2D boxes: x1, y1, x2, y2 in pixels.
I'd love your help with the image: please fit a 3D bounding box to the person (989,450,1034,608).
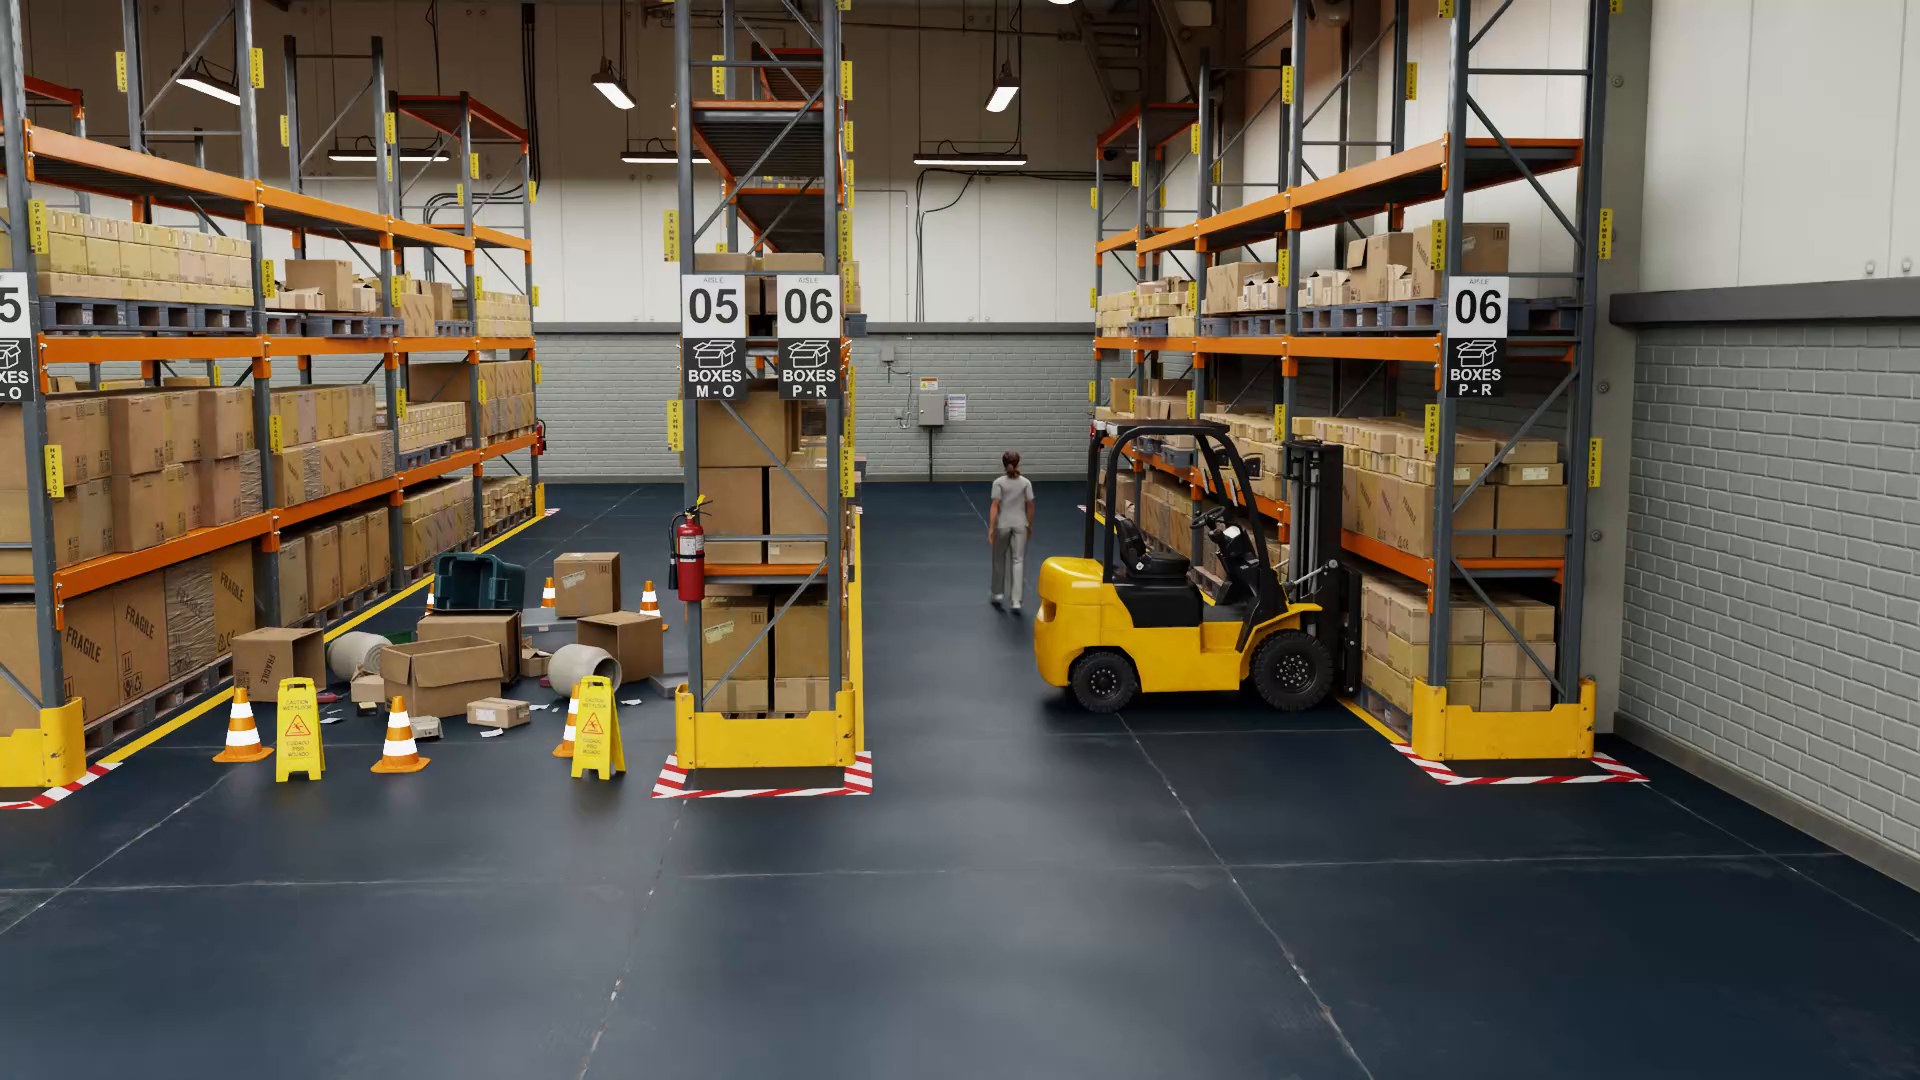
[{"bbox_3d":[0.527,-0.138,17.312,0.485,1.607,1.030,0,7,-2],"label":"person"}]
